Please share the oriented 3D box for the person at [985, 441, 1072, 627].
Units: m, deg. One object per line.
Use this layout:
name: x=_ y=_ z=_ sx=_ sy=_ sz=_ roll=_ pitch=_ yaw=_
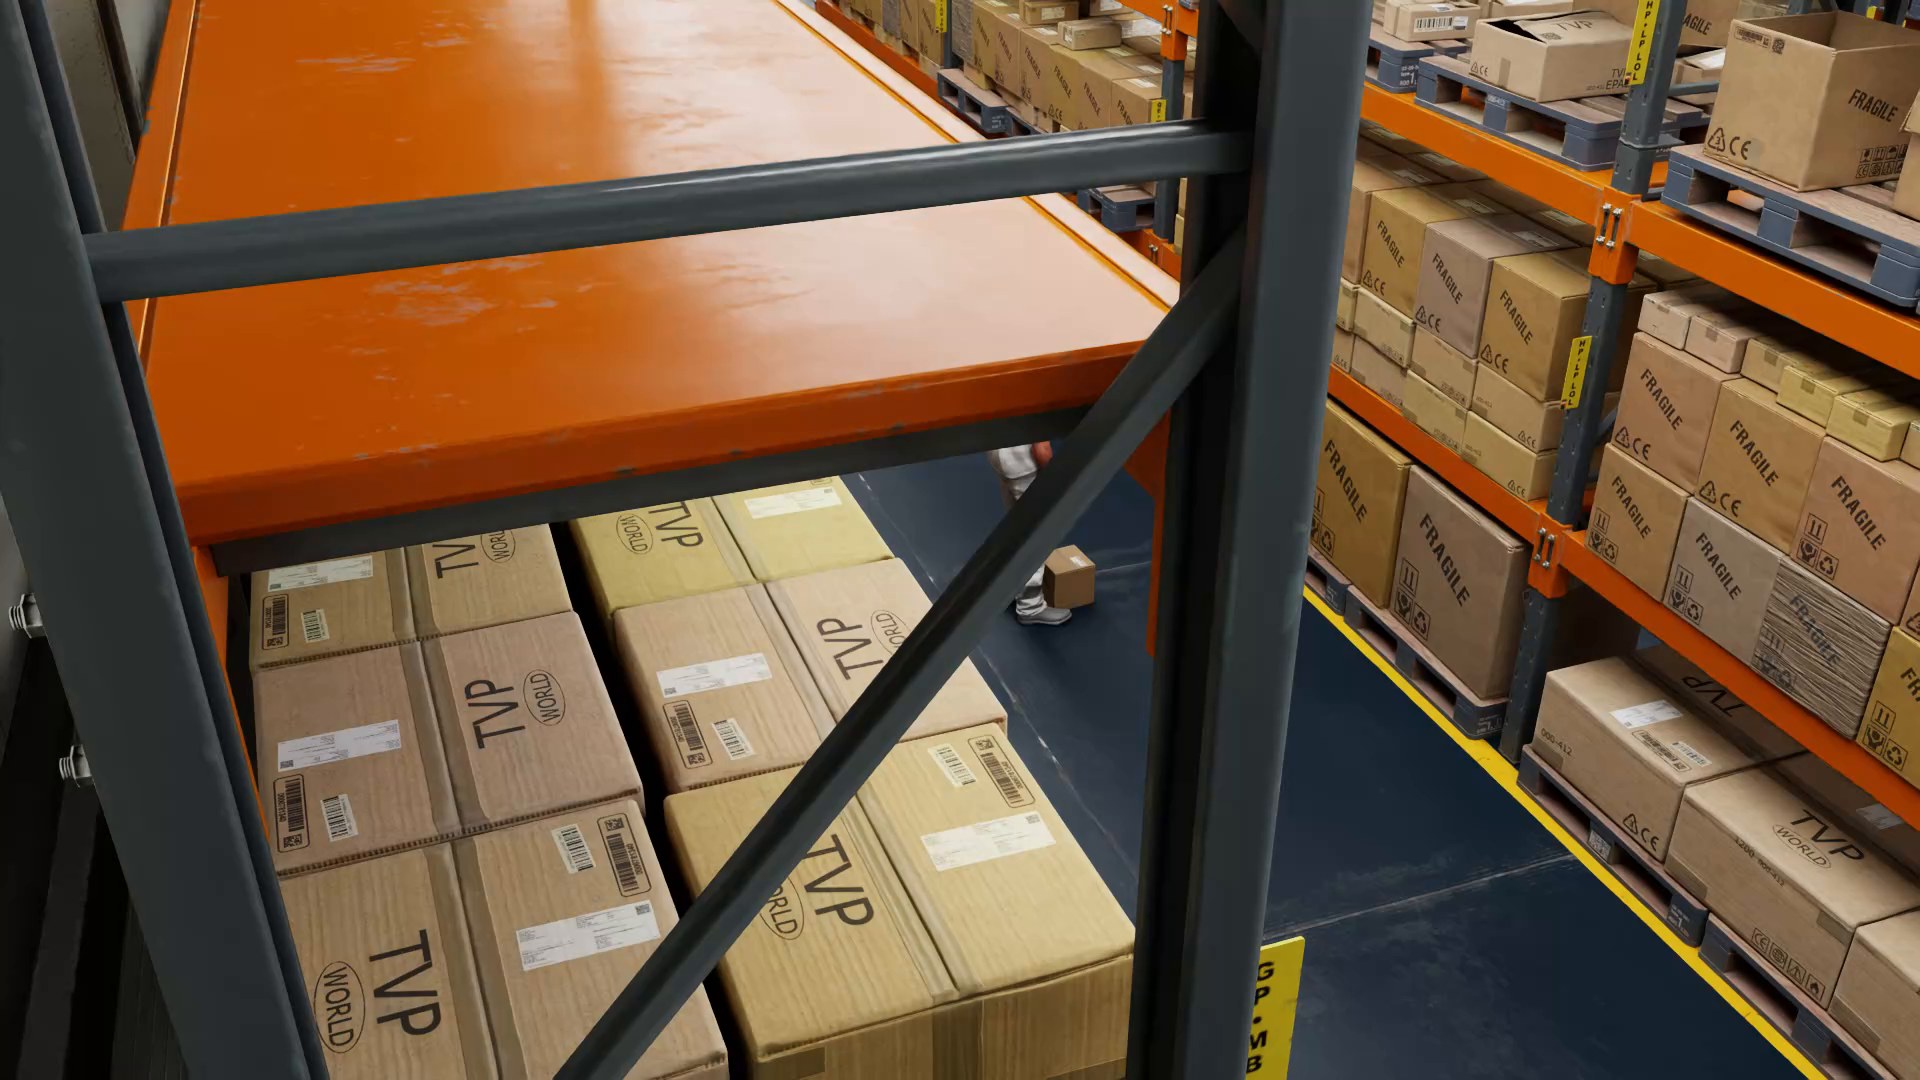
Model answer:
person: x=0.370 y=-0.415 z=8.843 sx=0.454 sy=1.779 sz=0.620 roll=-11 pitch=31 yaw=-19
